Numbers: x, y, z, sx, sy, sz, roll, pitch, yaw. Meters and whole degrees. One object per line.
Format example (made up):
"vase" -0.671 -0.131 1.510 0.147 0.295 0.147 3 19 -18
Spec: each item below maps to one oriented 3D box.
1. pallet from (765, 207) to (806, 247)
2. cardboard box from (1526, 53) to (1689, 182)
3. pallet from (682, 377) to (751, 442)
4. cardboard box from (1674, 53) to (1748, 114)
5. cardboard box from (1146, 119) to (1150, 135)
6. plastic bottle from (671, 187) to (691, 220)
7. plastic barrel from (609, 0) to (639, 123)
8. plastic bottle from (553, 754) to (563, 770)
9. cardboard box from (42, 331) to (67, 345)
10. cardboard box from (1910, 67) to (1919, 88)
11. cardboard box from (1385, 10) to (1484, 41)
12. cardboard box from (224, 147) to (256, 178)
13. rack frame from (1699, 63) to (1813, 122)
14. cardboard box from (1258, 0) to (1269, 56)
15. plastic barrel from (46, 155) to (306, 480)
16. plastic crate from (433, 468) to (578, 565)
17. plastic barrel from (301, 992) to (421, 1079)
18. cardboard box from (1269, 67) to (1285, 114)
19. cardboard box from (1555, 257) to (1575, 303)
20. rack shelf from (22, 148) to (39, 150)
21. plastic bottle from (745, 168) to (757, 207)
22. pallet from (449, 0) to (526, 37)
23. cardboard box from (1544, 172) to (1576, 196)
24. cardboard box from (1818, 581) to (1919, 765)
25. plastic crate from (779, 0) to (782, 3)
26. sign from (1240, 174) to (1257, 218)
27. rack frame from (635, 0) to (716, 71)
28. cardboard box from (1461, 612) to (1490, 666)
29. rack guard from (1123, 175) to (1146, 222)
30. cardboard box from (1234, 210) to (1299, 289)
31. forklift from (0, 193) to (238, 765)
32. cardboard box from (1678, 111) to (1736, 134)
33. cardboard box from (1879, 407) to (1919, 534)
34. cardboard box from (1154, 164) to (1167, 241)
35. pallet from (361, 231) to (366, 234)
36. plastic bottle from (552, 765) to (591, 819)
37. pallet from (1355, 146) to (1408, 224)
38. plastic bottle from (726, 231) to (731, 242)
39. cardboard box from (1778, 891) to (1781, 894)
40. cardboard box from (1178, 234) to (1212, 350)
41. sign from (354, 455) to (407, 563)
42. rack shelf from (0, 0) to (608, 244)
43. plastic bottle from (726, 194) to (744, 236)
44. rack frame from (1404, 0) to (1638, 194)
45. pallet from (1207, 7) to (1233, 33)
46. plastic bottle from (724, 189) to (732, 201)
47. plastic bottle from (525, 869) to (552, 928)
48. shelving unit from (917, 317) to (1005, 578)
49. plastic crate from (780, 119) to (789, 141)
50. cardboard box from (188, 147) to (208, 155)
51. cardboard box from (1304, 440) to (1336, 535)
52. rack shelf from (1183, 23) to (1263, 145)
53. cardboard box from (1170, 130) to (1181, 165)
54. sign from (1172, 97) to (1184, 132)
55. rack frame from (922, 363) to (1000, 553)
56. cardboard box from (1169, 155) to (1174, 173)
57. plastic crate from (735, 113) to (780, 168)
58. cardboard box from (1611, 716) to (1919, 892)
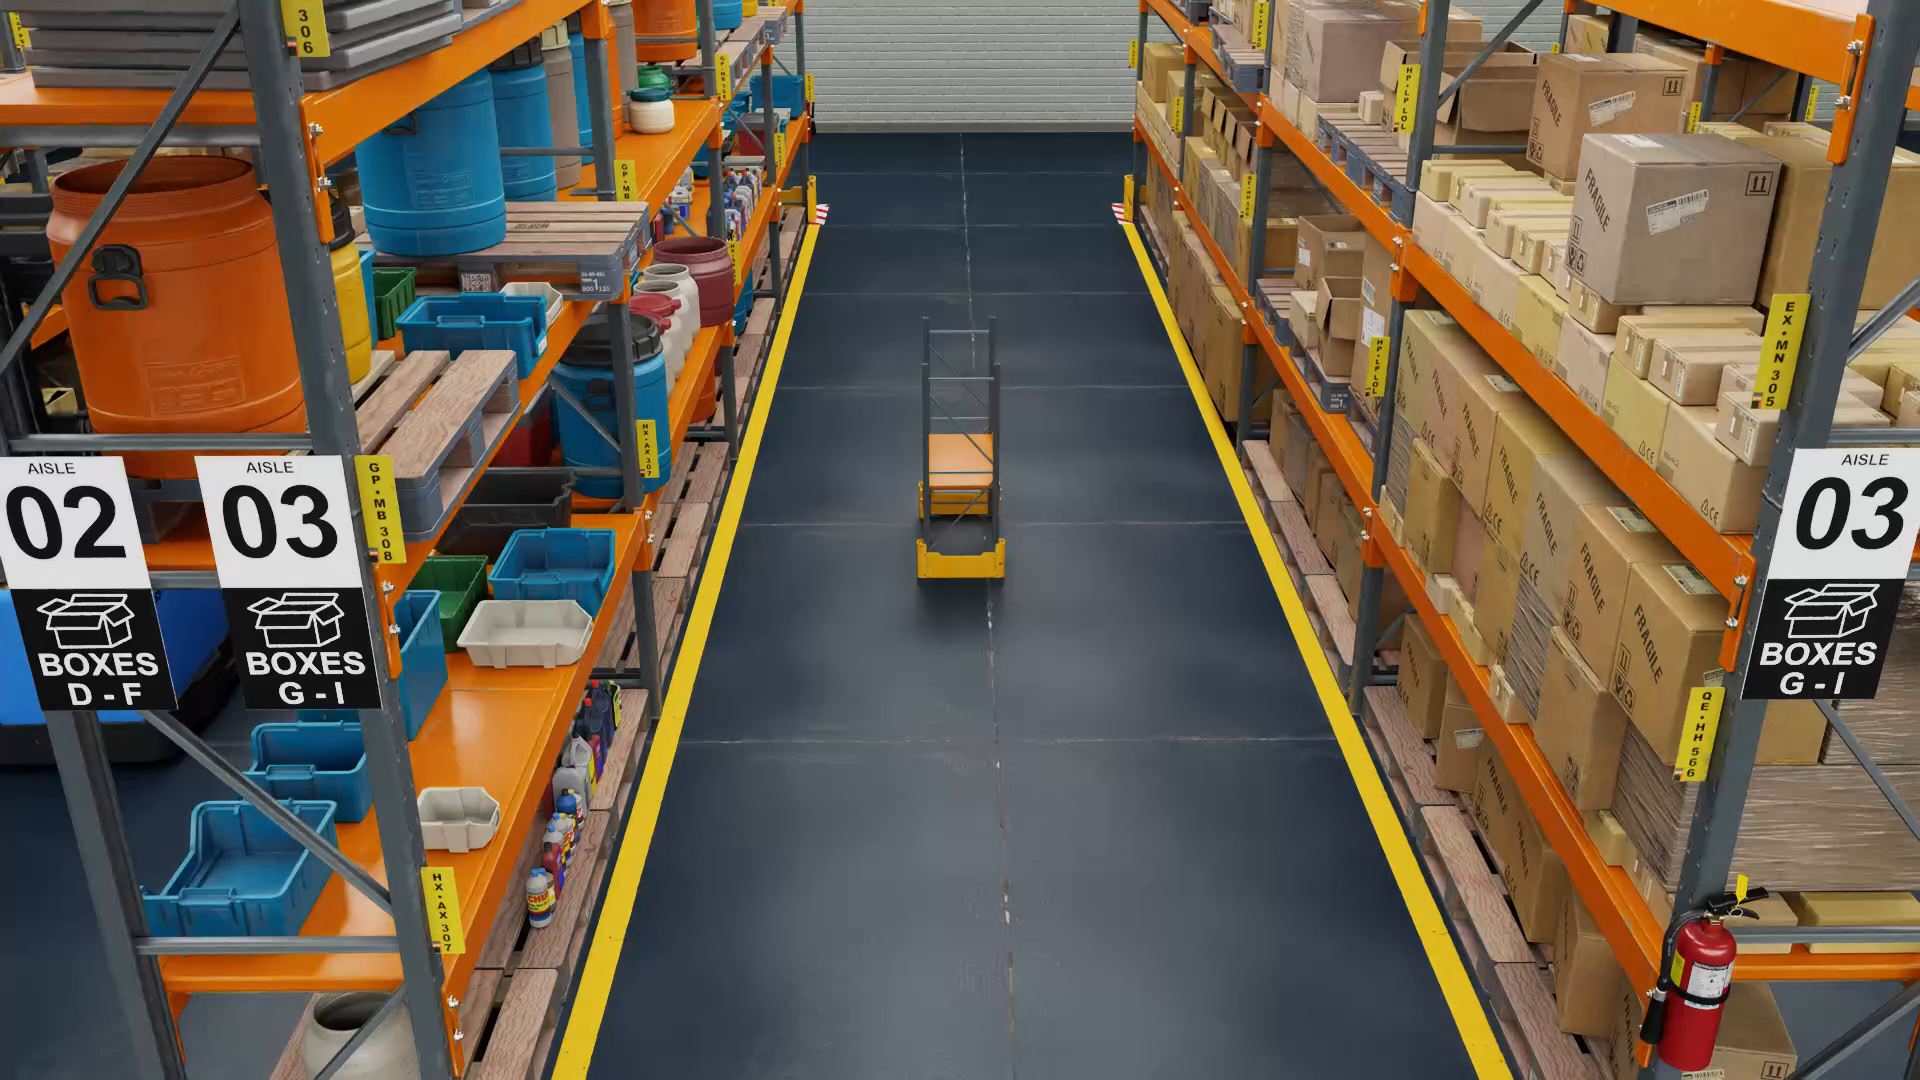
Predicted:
"pallet" -2.372 -3.694 19.662 1.003 0.211 1.213 0 24 -1
"cardboard box" 3.001 -1.974 7.745 0.500 0.500 0.500 -1 24 -2
"pallet" -2.305 -1.063 13.843 1.003 0.211 1.213 0 24 -1
"cardboard box" 7.339 -4.489 16.339 0.500 0.500 0.500 -1 24 -2
"cardboard box" 2.297 -4.641 18.677 0.380 0.149 0.250 -1 24 -2
"plastic bottle" -2.512 -3.027 14.953 0.152 0.276 0.135 0 24 -1
"plastic barrel" -2.463 -3.264 11.079 0.600 0.901 0.600 0 24 0
"plastic bottle" -2.013 1.164 8.298 0.061 0.283 0.133 0 24 -1
"cardboard box" -7.458 -1.798 13.676 0.500 0.250 0.500 1 24 1
"cardboard box" 7.398 -3.658 12.436 0.500 0.500 0.500 0 24 -1
"cardboard box" 2.960 -3.060 10.508 0.500 0.500 0.500 0 24 0
"cardboard box" -6.985 -3.893 16.596 0.500 0.500 0.500 0 24 1
"rack frame" 7.615 -3.660 16.201 1.000 3.000 0.127 0 24 -1
"cardboard box" 2.619 -3.887 12.429 0.797 0.503 0.637 1 24 3
"plastic barrel" -2.300 -0.665 4.910 0.600 0.830 0.708 0 24 -1
"plastic crate" -2.333 -0.116 8.441 0.767 0.338 0.504 0 24 -1
"plastic barrel" -2.251 1.960 6.287 0.421 0.512 0.421 0 24 0
"cardboard box" 2.448 -3.134 11.582 0.500 0.250 0.500 0 24 0
"cardboard box" 2.506 -0.976 6.327 0.380 0.149 0.250 -1 24 -3
"rack shelf" -7.186 -2.202 10.213 1.077 0.370 4.000 0 24 -1
"plastic bottle" -1.961 -3.257 15.371 0.144 0.351 0.185 0 24 -1
"pallet" -2.158 -1.982 5.926 1.003 0.211 1.213 0 24 -1
"cardboard box" 2.945 -1.619 7.748 0.380 0.149 0.250 0 24 0
"cardboard box" 3.051 0.401 5.527 0.500 0.500 0.500 0 24 -1
"plastic crate" -2.072 -5.701 17.395 0.437 0.136 0.530 0 24 -1
"sign" 2.143 -2.554 12.353 0.100 0.325 0.005 0 24 -1
"rack frame" -2.255 -4.742 11.314 1.000 3.000 0.127 0 24 -1
"cardboard box" 2.473 0.440 7.442 0.380 0.149 0.250 0 24 -1
"rack guard" 2.610 -4.198 20.426 1.175 0.500 0.348 0 24 -1
"cardboard box" 2.445 -2.278 13.026 0.500 0.500 0.500 0 24 1
"forklift" -4.850 -0.694 9.728 1.130 2.935 3.031 -1 24 -3
"cardboard box" 7.327 -4.039 16.557 0.500 0.500 0.500 0 24 0
"cardboard box" 3.038 -0.232 5.165 0.500 0.250 0.500 0 24 1
"cardboard box" 2.707 -3.912 18.828 0.875 0.875 0.875 0 24 -1
"pallet" -7.285 -3.654 19.573 1.003 0.211 1.213 0 24 -1
"plastic bottle" -1.913 1.224 8.176 0.152 0.276 0.135 0 24 0
"pallet" 2.841 -1.918 8.940 1.213 0.211 1.003 0 24 -1
"plastic bottle" -1.897 -2.381 13.516 0.061 0.283 0.133 0 24 -1
"cardboard box" 3.037 1.159 5.853 0.380 0.149 0.250 0 24 -1
"cardboard box" 2.692 -2.270 15.198 1.225 0.875 0.875 -1 24 -2
"sign" -1.618 -0.083 4.643 0.100 0.325 0.005 0 24 -1
"rack shelf" -2.190 -1.759 6.078 1.077 0.370 4.000 0 24 -1
"plastic bottle" -1.949 -2.803 14.367 0.144 0.351 0.185 0 24 -1
"rack frame" 2.741 -3.116 7.719 1.000 3.000 0.127 0 24 -1
"pallet" 2.713 -4.581 14.831 0.805 0.209 1.217 -1 24 -3
"plastic bottle" -2.085 -3.015 14.932 0.097 0.271 0.097 0 24 0
"plastic bottle" -1.876 1.582 7.388 0.097 0.271 0.097 0 24 0
"shelving unit" 0.001 -0.652 11.371 0.587 1.500 1.083 0 24 -1
"plastic crate" -2.063 -4.411 17.993 0.416 0.233 0.300 0 24 -1
"cardboard box" -7.470 -3.677 15.608 0.700 0.500 0.500 -9 26 -18
"cardboard box" 2.757 -0.354 11.392 0.700 0.500 0.500 2 24 4
"rack shelf" 2.676 -3.894 13.952 1.077 0.370 4.000 0 24 -1
"cardboard box" 2.387 -3.927 16.613 0.500 0.250 0.500 -1 24 -2
"sign" 2.099 -4.106 16.043 0.100 0.325 0.005 0 24 -1
"rack frame" 0.006 -0.439 10.900 0.500 1.500 0.032 0 24 -1
"cardboard box" 2.320 -3.795 16.805 0.380 0.149 0.250 0 24 0
"plastic crate" -2.058 -4.082 16.985 0.402 0.464 0.583 0 24 -1
"cardboard box" 2.806 0.858 5.731 0.875 0.500 0.500 0 24 -1
